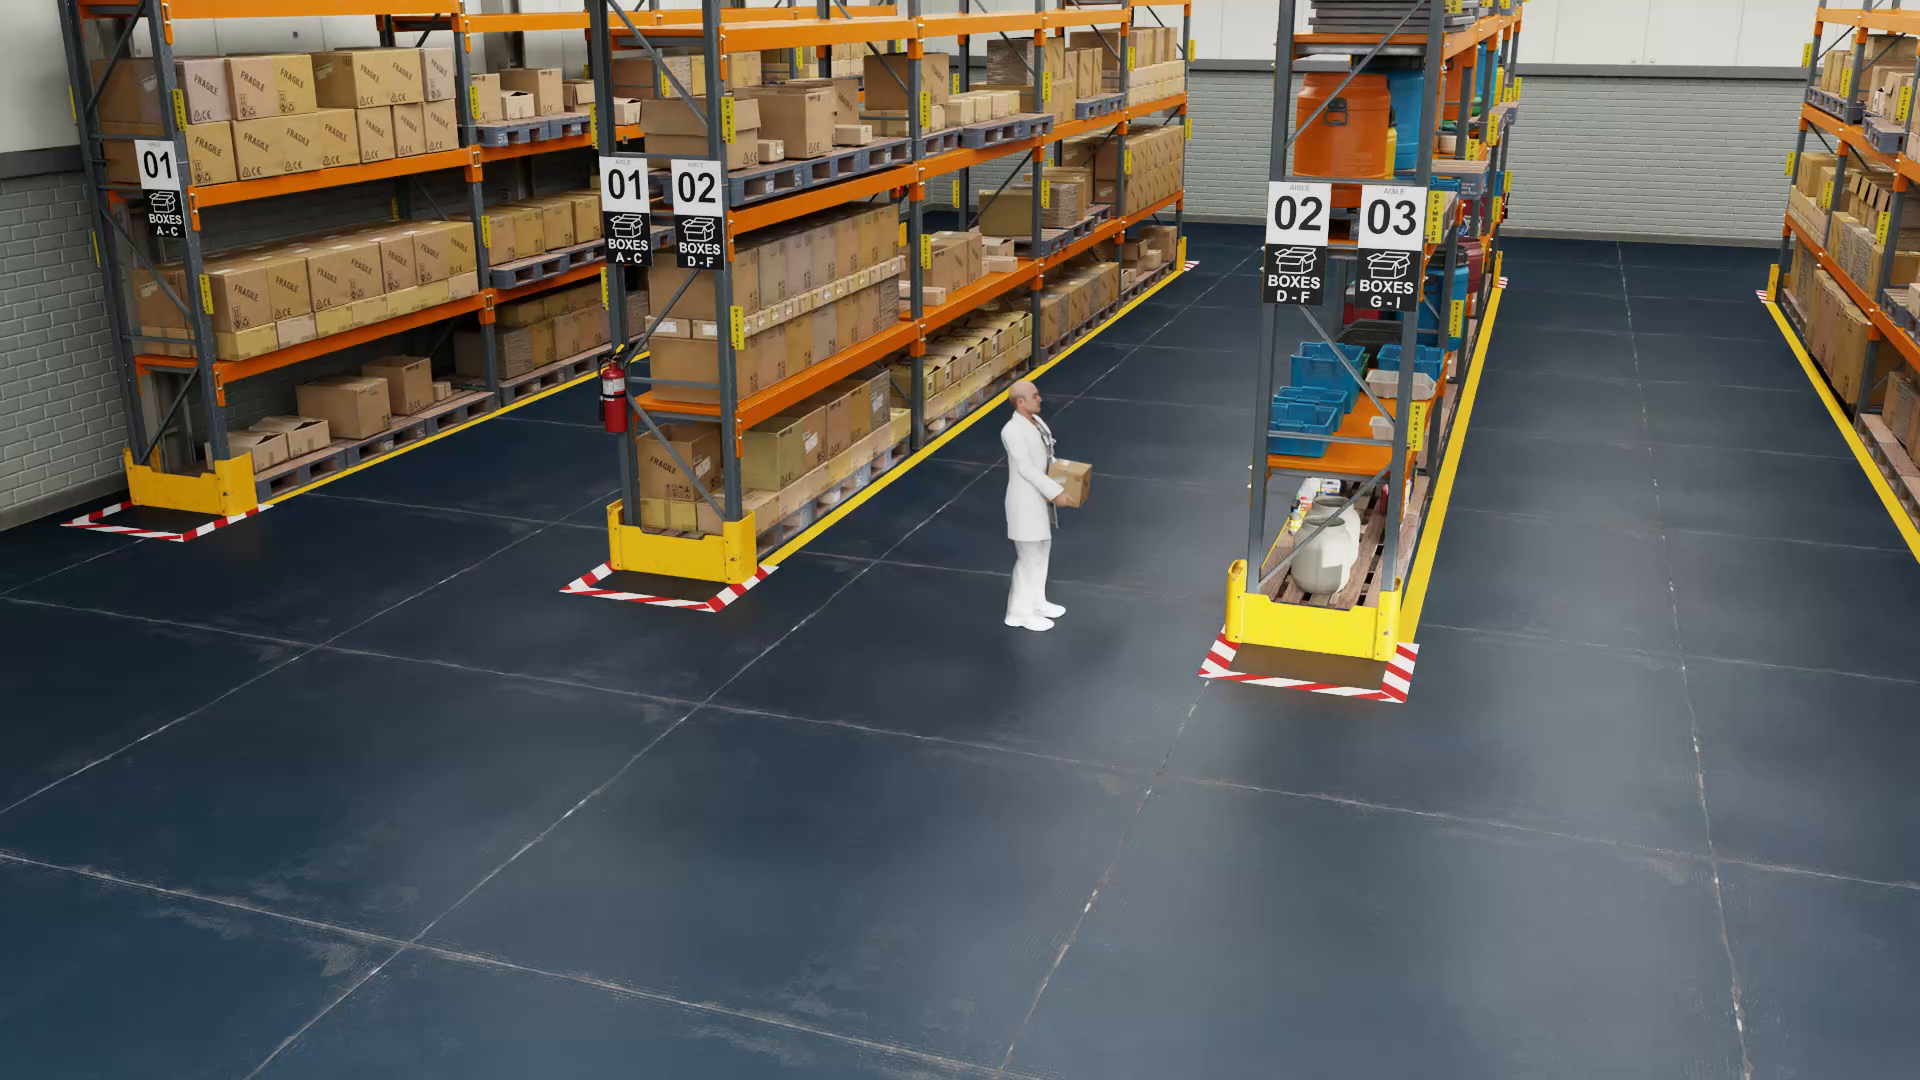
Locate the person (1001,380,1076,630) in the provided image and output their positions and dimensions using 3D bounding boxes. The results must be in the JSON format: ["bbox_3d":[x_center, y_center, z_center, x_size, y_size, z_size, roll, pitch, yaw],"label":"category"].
[{"bbox_3d":[0.597,-0.252,11.846,0.553,1.771,0.530,6,19,18],"label":"person"}]
